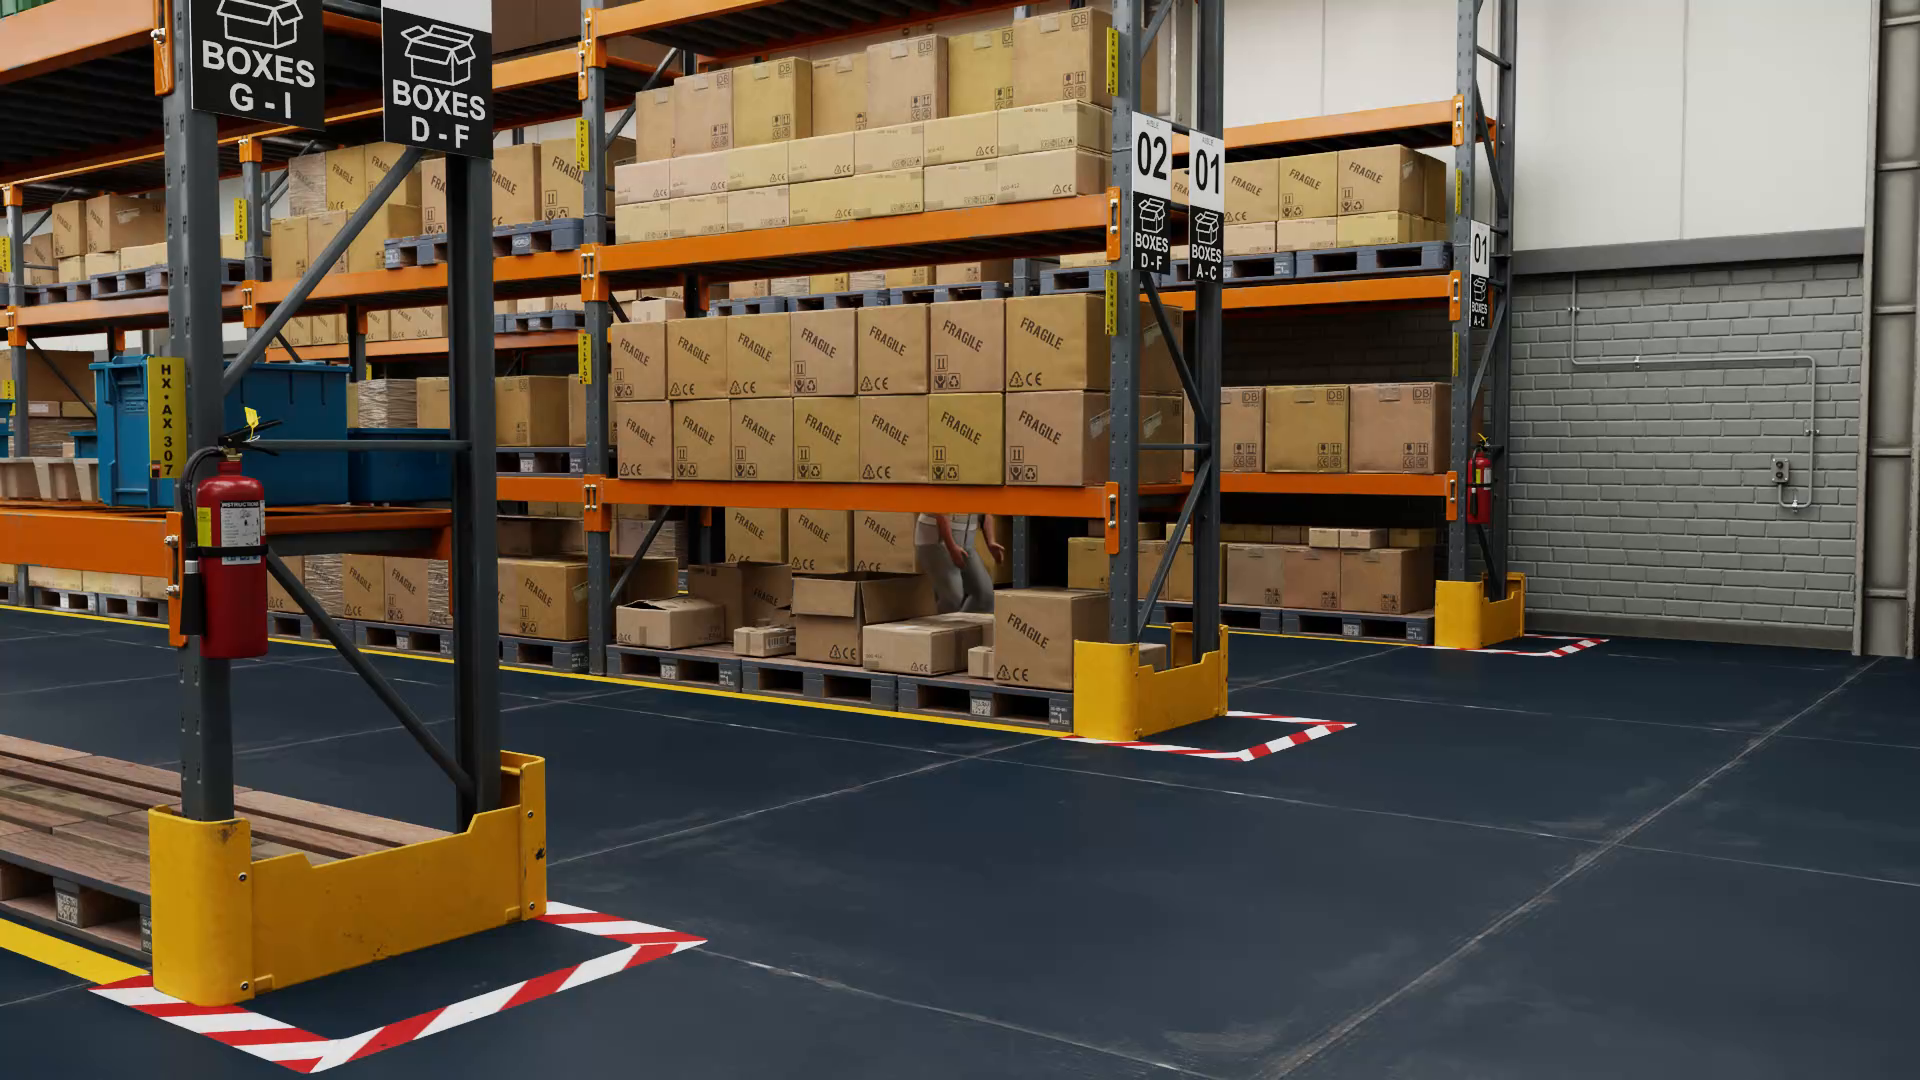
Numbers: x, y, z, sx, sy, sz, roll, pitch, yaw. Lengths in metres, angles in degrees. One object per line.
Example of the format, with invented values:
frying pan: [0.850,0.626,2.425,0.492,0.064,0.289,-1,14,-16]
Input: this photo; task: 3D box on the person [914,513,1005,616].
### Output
person: [0.006,0.047,11.695,0.609,1.633,0.575,3,4,40]
